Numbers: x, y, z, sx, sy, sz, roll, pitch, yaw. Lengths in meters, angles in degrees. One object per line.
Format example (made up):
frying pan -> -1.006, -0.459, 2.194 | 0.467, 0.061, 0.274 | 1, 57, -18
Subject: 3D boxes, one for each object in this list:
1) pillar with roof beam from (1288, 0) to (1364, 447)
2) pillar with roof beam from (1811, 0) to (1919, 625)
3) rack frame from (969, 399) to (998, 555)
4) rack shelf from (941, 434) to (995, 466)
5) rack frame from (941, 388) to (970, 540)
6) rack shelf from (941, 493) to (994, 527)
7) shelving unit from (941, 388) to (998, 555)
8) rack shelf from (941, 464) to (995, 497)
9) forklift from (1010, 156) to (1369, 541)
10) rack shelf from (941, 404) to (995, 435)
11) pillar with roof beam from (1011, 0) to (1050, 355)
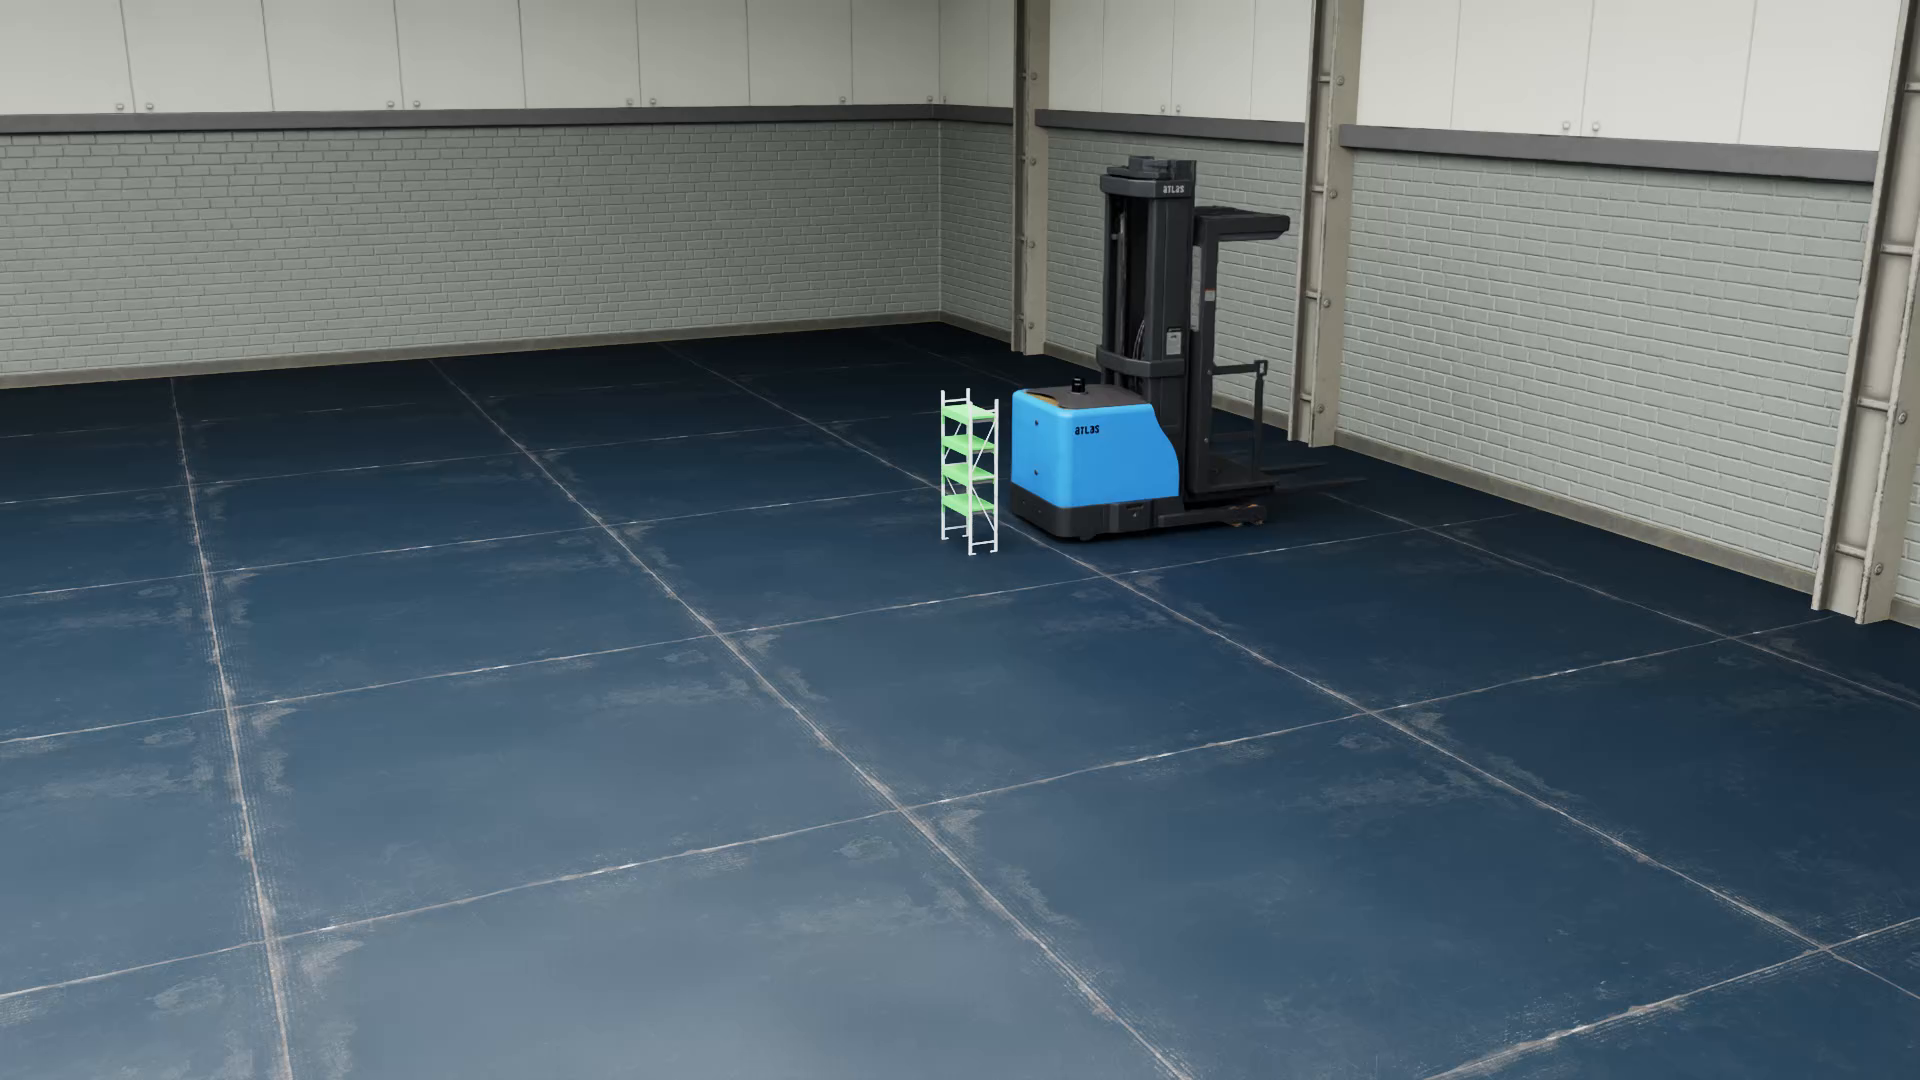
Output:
pillar with roof beam -> -0.344, -4.788, 13.620 | 9.100, 9.000, 0.400 | -8, 18, -25
pillar with roof beam -> 2.285, -3.300, 8.436 | 9.100, 9.000, 0.400 | -8, 18, -25
rack frame -> 0.179, -0.475, 12.731 | 0.240, 1.200, 0.015 | -8, 18, -25
rack shelf -> 0.073, -0.705, 12.894 | 0.258, 0.148, 0.480 | -8, 18, -25
rack frame -> -0.034, -0.596, 13.153 | 0.240, 1.200, 0.015 | -8, 18, -25
rack shelf -> 0.073, -0.244, 13.026 | 0.258, 0.148, 0.480 | -8, 18, -25
shelving unit -> 0.073, -0.536, 12.942 | 0.258, 1.200, 0.503 | -8, 18, -25
rack shelf -> 0.073, -0.474, 12.960 | 0.258, 0.148, 0.480 | -8, 18, -25
forklift -> 1.982, -1.643, 13.661 | 3.031, 2.935, 1.130 | -6, 17, -21
rack shelf -> 0.073, -0.936, 12.827 | 0.258, 0.148, 0.480 | -8, 18, -25
pillar with roof beam -> -2.972, -6.275, 18.804 | 9.100, 9.000, 0.400 | -8, 18, -25
